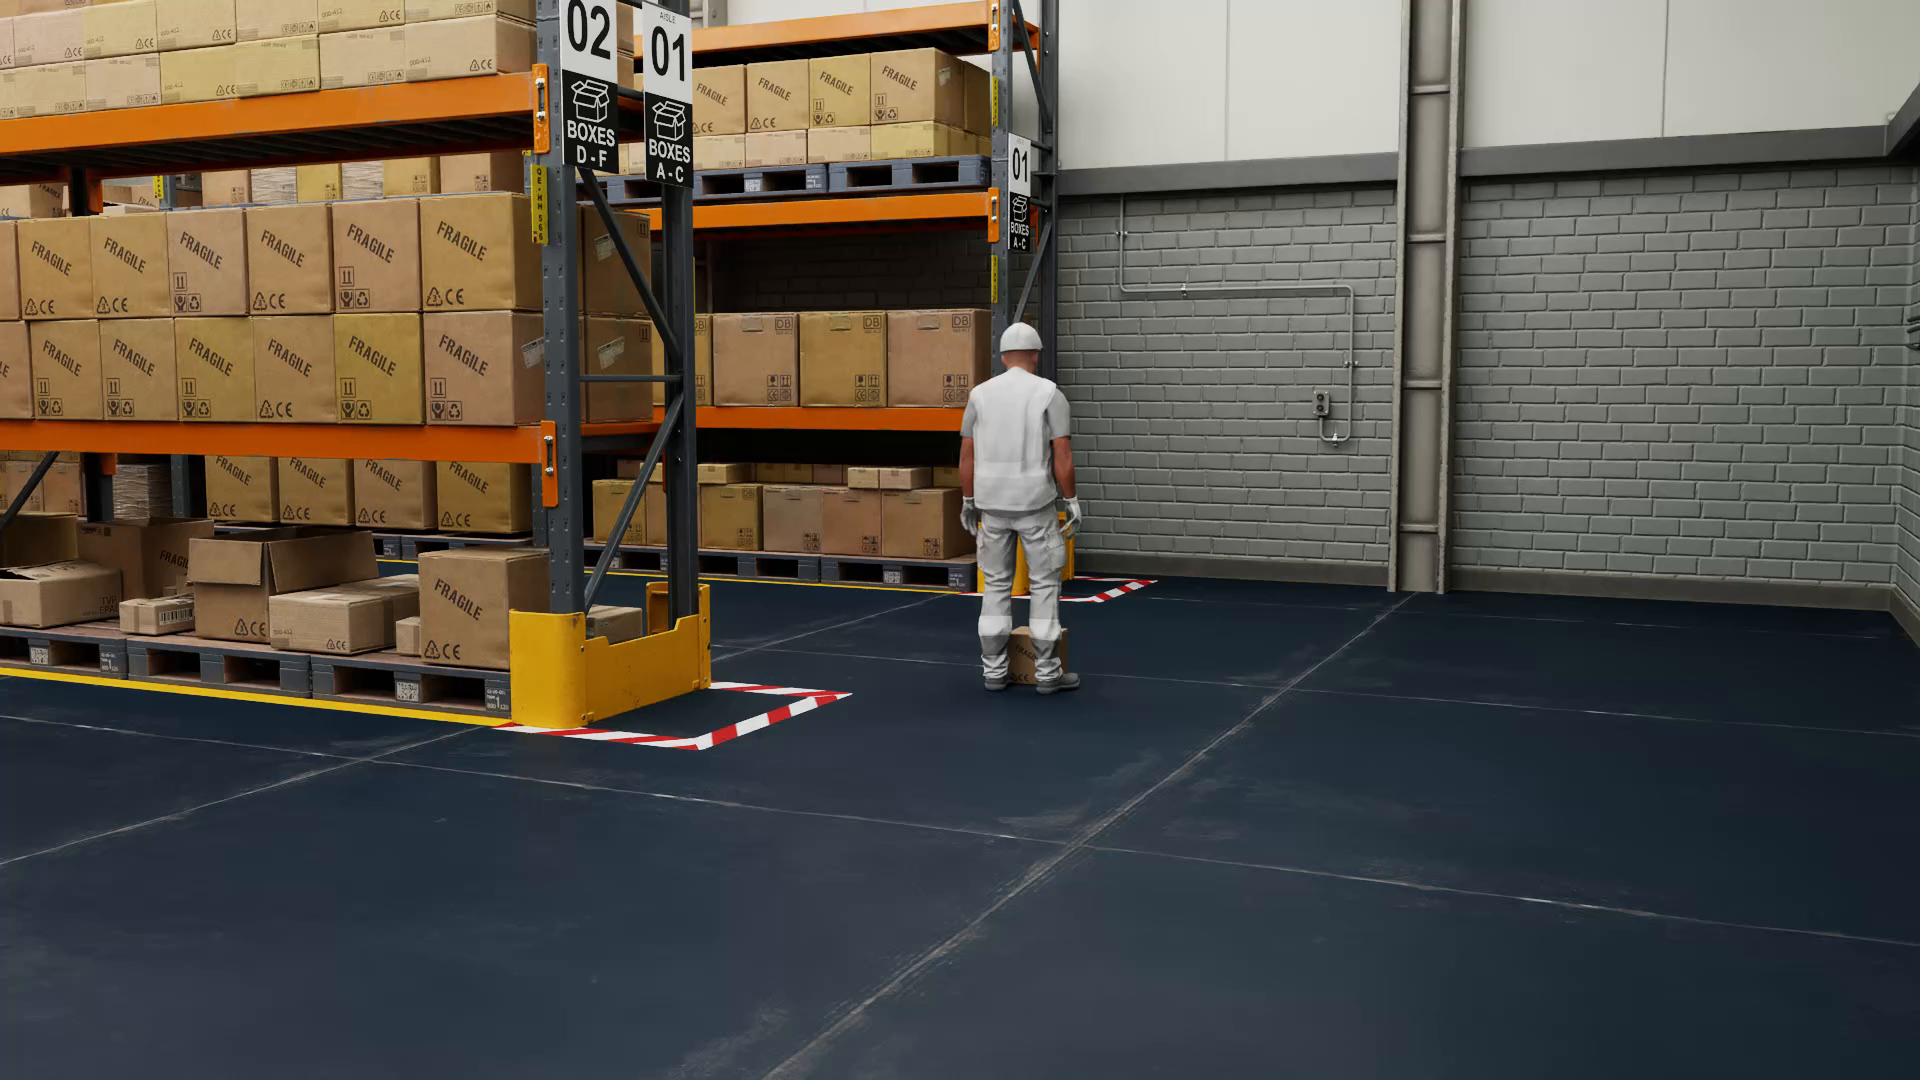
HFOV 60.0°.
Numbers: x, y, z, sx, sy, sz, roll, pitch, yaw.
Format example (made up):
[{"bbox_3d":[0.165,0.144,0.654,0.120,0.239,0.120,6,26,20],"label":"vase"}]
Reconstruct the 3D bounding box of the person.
[{"bbox_3d":[0.292,-0.159,8.066,0.618,1.776,0.455,2,6,23],"label":"person"}]
